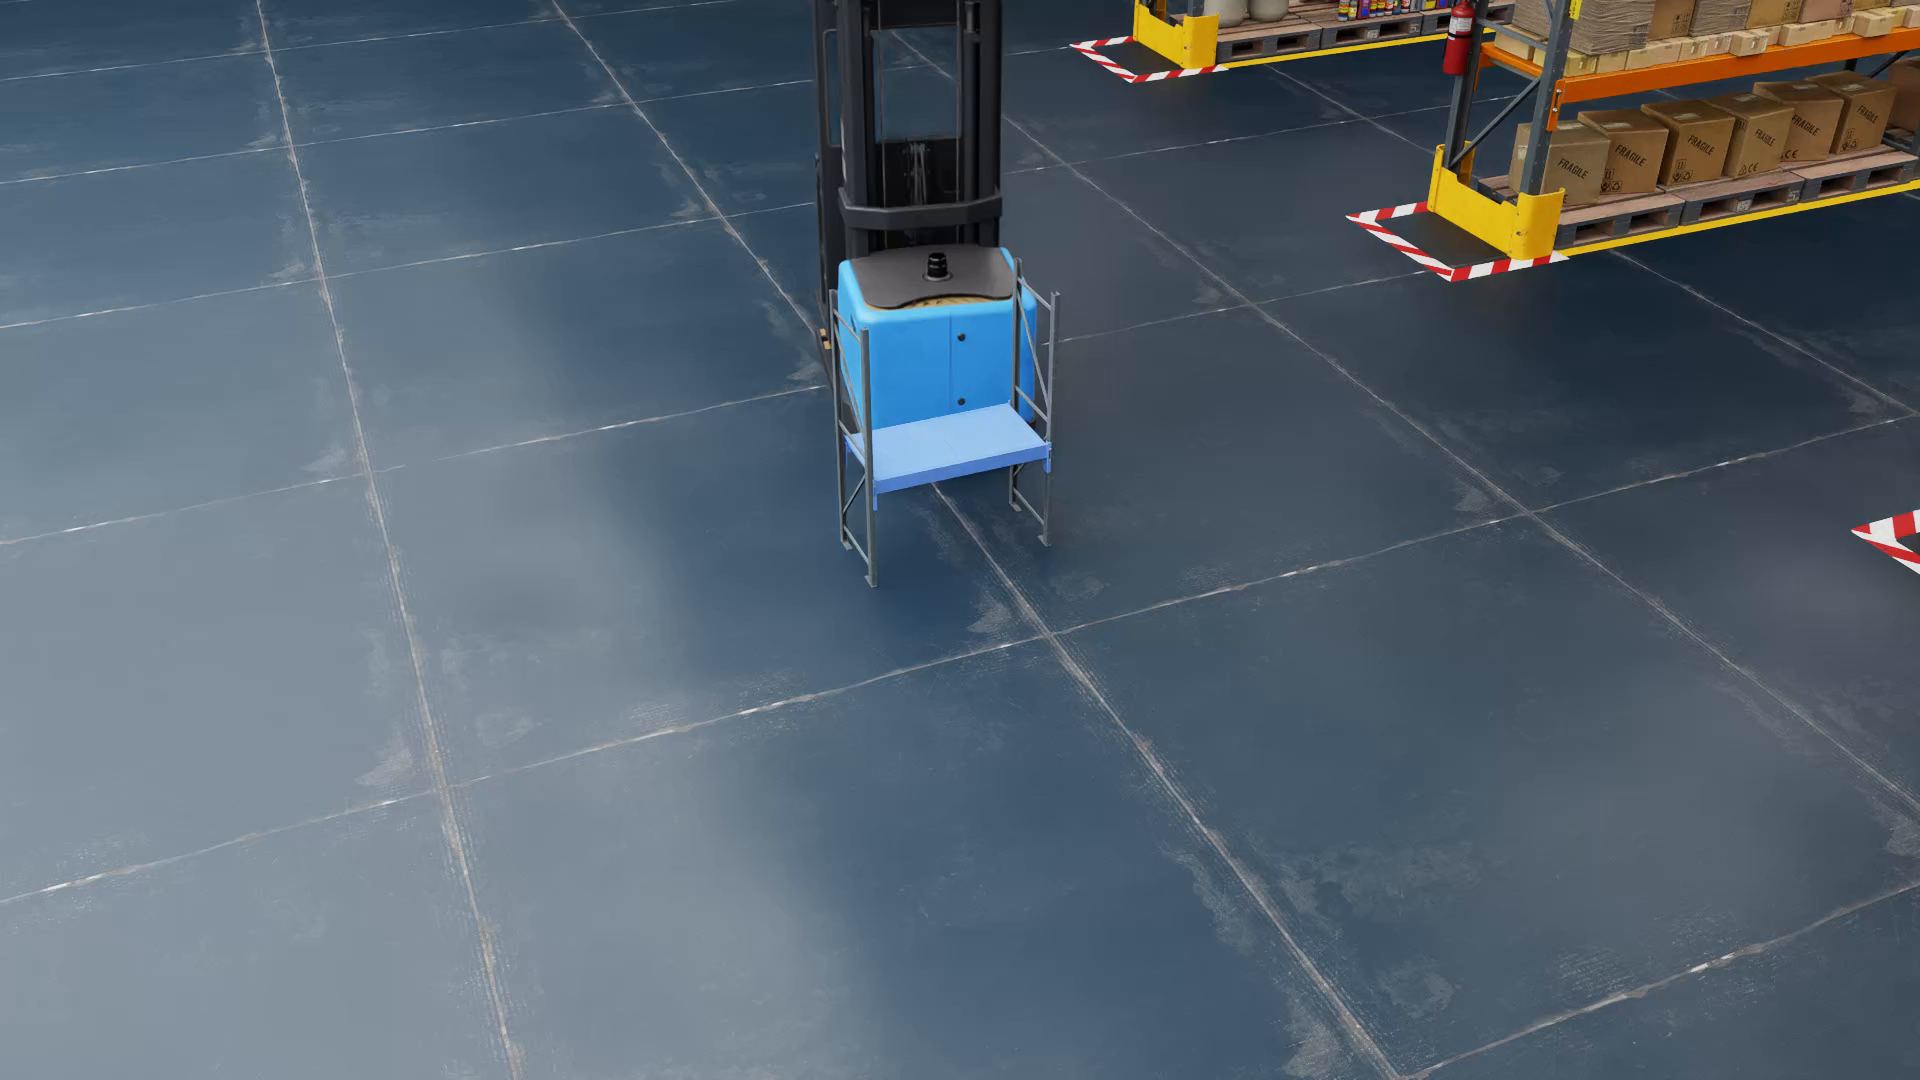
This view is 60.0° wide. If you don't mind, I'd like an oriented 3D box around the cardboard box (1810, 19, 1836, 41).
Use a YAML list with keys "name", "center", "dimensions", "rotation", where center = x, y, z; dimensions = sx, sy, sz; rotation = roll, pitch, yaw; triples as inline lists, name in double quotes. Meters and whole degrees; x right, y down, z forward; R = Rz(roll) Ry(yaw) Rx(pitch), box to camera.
- name: "cardboard box"
  center: [6.438, -3.945, 12.711]
  dimensions: [0.250, 0.149, 0.380]
  rotation: [-13, 35, -19]

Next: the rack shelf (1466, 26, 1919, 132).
- name: "rack shelf"
  center: [5.851, -3.758, 12.853]
  dimensions: [4.000, 0.370, 1.077]
  rotation: [-13, 35, -19]

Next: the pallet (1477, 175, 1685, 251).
- name: "pallet"
  center: [4.839, -2.639, 13.030]
  dimensions: [1.213, 0.211, 1.003]
  rotation: [-13, 35, -19]

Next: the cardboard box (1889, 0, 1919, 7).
- name: "cardboard box"
  center: [7.256, -4.585, 13.100]
  dimensions: [0.500, 0.500, 0.875]
  rotation: [-13, 35, -19]

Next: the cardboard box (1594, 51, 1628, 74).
- name: "cardboard box"
  center: [4.600, -3.516, 12.051]
  dimensions: [0.250, 0.149, 0.380]
  rotation: [-13, 35, -19]

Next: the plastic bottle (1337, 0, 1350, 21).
- name: "plastic bottle"
  center: [3.881, -5.395, 16.808]
  dimensions: [0.097, 0.271, 0.097]
  rotation: [0, 33, 0]

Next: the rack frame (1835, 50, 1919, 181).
- name: "rack frame"
  center: [7.695, -4.482, 13.306]
  dimensions: [0.127, 3.000, 1.000]
  rotation: [-13, 35, -19]

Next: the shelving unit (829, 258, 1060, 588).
- name: "shelving unit"
  center: [-0.079, -0.611, 8.731]
  dimensions: [1.048, 1.500, 0.538]
  rotation: [-13, 35, -19]

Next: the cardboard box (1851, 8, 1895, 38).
- name: "cardboard box"
  center: [6.935, -4.004, 12.802]
  dimensions: [0.250, 0.149, 0.380]
  rotation: [-13, 35, -19]

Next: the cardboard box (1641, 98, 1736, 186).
- name: "cardboard box"
  center: [5.711, -3.155, 13.174]
  dimensions: [0.500, 0.500, 0.500]
  rotation: [-10, 34, -14]

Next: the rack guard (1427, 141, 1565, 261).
- name: "rack guard"
  center: [4.077, -2.606, 12.715]
  dimensions: [0.348, 0.500, 1.175]
  rotation: [-13, 35, -19]

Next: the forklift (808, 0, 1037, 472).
- name: "forklift"
  center: [-0.348, -2.398, 10.166]
  dimensions: [1.130, 2.935, 3.031]
  rotation: [-6, 34, -10]

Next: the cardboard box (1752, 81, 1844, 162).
- name: "cardboard box"
  center: [6.785, -3.421, 13.583]
  dimensions: [0.500, 0.500, 0.500]
  rotation: [-2, 33, -4]

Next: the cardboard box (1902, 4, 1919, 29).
- name: "cardboard box"
  center: [7.376, -4.136, 13.004]
  dimensions: [0.250, 0.149, 0.380]
  rotation: [-13, 35, -19]

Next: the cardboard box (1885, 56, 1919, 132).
- name: "cardboard box"
  center: [8.269, -3.738, 14.051]
  dimensions: [0.500, 0.500, 0.700]
  rotation: [-16, 36, -23]

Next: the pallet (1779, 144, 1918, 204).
- name: "pallet"
  center: [7.089, -3.154, 13.821]
  dimensions: [1.213, 0.211, 1.003]
  rotation: [-13, 35, -19]

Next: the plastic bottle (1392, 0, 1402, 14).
- name: "plastic bottle"
  center: [4.477, -5.531, 17.017]
  dimensions: [0.097, 0.271, 0.097]
  rotation: [0, 33, 0]

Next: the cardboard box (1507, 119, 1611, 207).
- name: "cardboard box"
  center: [4.589, -2.889, 12.765]
  dimensions: [0.500, 0.500, 0.500]
  rotation: [-7, 34, -10]

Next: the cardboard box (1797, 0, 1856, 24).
- name: "cardboard box"
  center: [6.359, -4.341, 12.724]
  dimensions: [0.500, 0.500, 0.875]
  rotation: [-13, 35, -19]

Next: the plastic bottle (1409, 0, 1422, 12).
- name: "plastic bottle"
  center: [4.669, -5.594, 17.108]
  dimensions: [0.135, 0.276, 0.152]
  rotation: [-12, 35, -18]

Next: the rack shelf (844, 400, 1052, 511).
- name: "rack shelf"
  center: [-0.079, -0.460, 8.829]
  dimensions: [1.000, 0.185, 0.538]
  rotation: [-13, 35, -19]

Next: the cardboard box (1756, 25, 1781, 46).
- name: "cardboard box"
  center: [5.961, -3.860, 12.580]
  dimensions: [0.250, 0.149, 0.380]
  rotation: [-13, 35, -19]

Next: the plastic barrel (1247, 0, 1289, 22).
- name: "plastic barrel"
  center: [3.129, -5.545, 16.835]
  dimensions: [0.421, 0.512, 0.421]
  rotation: [0, 33, 0]

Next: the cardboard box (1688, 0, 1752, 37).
- name: "cardboard box"
  center: [5.417, -4.156, 12.441]
  dimensions: [0.500, 0.500, 0.875]
  rotation: [-13, 35, -19]

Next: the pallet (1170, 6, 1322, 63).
- name: "pallet"
  center: [2.892, -5.168, 16.917]
  dimensions: [1.213, 0.211, 1.003]
  rotation: [-13, 35, -19]

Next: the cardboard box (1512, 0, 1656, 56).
- name: "cardboard box"
  center: [4.524, -3.907, 12.057]
  dimensions: [0.500, 0.500, 0.875]
  rotation: [-13, 35, -19]

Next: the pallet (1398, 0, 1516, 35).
- name: "pallet"
  center: [5.142, -5.683, 17.709]
  dimensions: [1.213, 0.211, 1.003]
  rotation: [-13, 35, -19]

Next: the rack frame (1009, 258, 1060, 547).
- name: "rack frame"
  center: [0.390, -0.718, 8.896]
  dimensions: [0.032, 1.500, 0.500]
  rotation: [-13, 35, -19]

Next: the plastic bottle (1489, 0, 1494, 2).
- name: "plastic bottle"
  center: [5.563, -5.751, 17.419]
  dimensions: [0.097, 0.201, 0.097]
  rotation: [0, 33, 0]

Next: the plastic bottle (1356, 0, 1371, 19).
- name: "plastic bottle"
  center: [4.097, -5.439, 16.864]
  dimensions: [0.133, 0.283, 0.061]
  rotation: [-12, 35, -18]

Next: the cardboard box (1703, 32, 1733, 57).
- name: "cardboard box"
  center: [5.512, -3.740, 12.396]
  dimensions: [0.250, 0.149, 0.380]
  rotation: [-13, 35, -19]

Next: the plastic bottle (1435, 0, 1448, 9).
- name: "plastic bottle"
  center: [4.984, -5.642, 17.176]
  dimensions: [0.133, 0.283, 0.061]
  rotation: [-11, 35, -16]

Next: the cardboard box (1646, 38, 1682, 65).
- name: "cardboard box"
  center: [5.058, -3.624, 12.218]
  dimensions: [0.250, 0.149, 0.380]
  rotation: [-13, 35, -19]

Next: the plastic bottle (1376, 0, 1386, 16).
- name: "plastic bottle"
  center: [4.290, -5.489, 16.951]
  dimensions: [0.097, 0.271, 0.097]
  rotation: [0, 33, 0]
